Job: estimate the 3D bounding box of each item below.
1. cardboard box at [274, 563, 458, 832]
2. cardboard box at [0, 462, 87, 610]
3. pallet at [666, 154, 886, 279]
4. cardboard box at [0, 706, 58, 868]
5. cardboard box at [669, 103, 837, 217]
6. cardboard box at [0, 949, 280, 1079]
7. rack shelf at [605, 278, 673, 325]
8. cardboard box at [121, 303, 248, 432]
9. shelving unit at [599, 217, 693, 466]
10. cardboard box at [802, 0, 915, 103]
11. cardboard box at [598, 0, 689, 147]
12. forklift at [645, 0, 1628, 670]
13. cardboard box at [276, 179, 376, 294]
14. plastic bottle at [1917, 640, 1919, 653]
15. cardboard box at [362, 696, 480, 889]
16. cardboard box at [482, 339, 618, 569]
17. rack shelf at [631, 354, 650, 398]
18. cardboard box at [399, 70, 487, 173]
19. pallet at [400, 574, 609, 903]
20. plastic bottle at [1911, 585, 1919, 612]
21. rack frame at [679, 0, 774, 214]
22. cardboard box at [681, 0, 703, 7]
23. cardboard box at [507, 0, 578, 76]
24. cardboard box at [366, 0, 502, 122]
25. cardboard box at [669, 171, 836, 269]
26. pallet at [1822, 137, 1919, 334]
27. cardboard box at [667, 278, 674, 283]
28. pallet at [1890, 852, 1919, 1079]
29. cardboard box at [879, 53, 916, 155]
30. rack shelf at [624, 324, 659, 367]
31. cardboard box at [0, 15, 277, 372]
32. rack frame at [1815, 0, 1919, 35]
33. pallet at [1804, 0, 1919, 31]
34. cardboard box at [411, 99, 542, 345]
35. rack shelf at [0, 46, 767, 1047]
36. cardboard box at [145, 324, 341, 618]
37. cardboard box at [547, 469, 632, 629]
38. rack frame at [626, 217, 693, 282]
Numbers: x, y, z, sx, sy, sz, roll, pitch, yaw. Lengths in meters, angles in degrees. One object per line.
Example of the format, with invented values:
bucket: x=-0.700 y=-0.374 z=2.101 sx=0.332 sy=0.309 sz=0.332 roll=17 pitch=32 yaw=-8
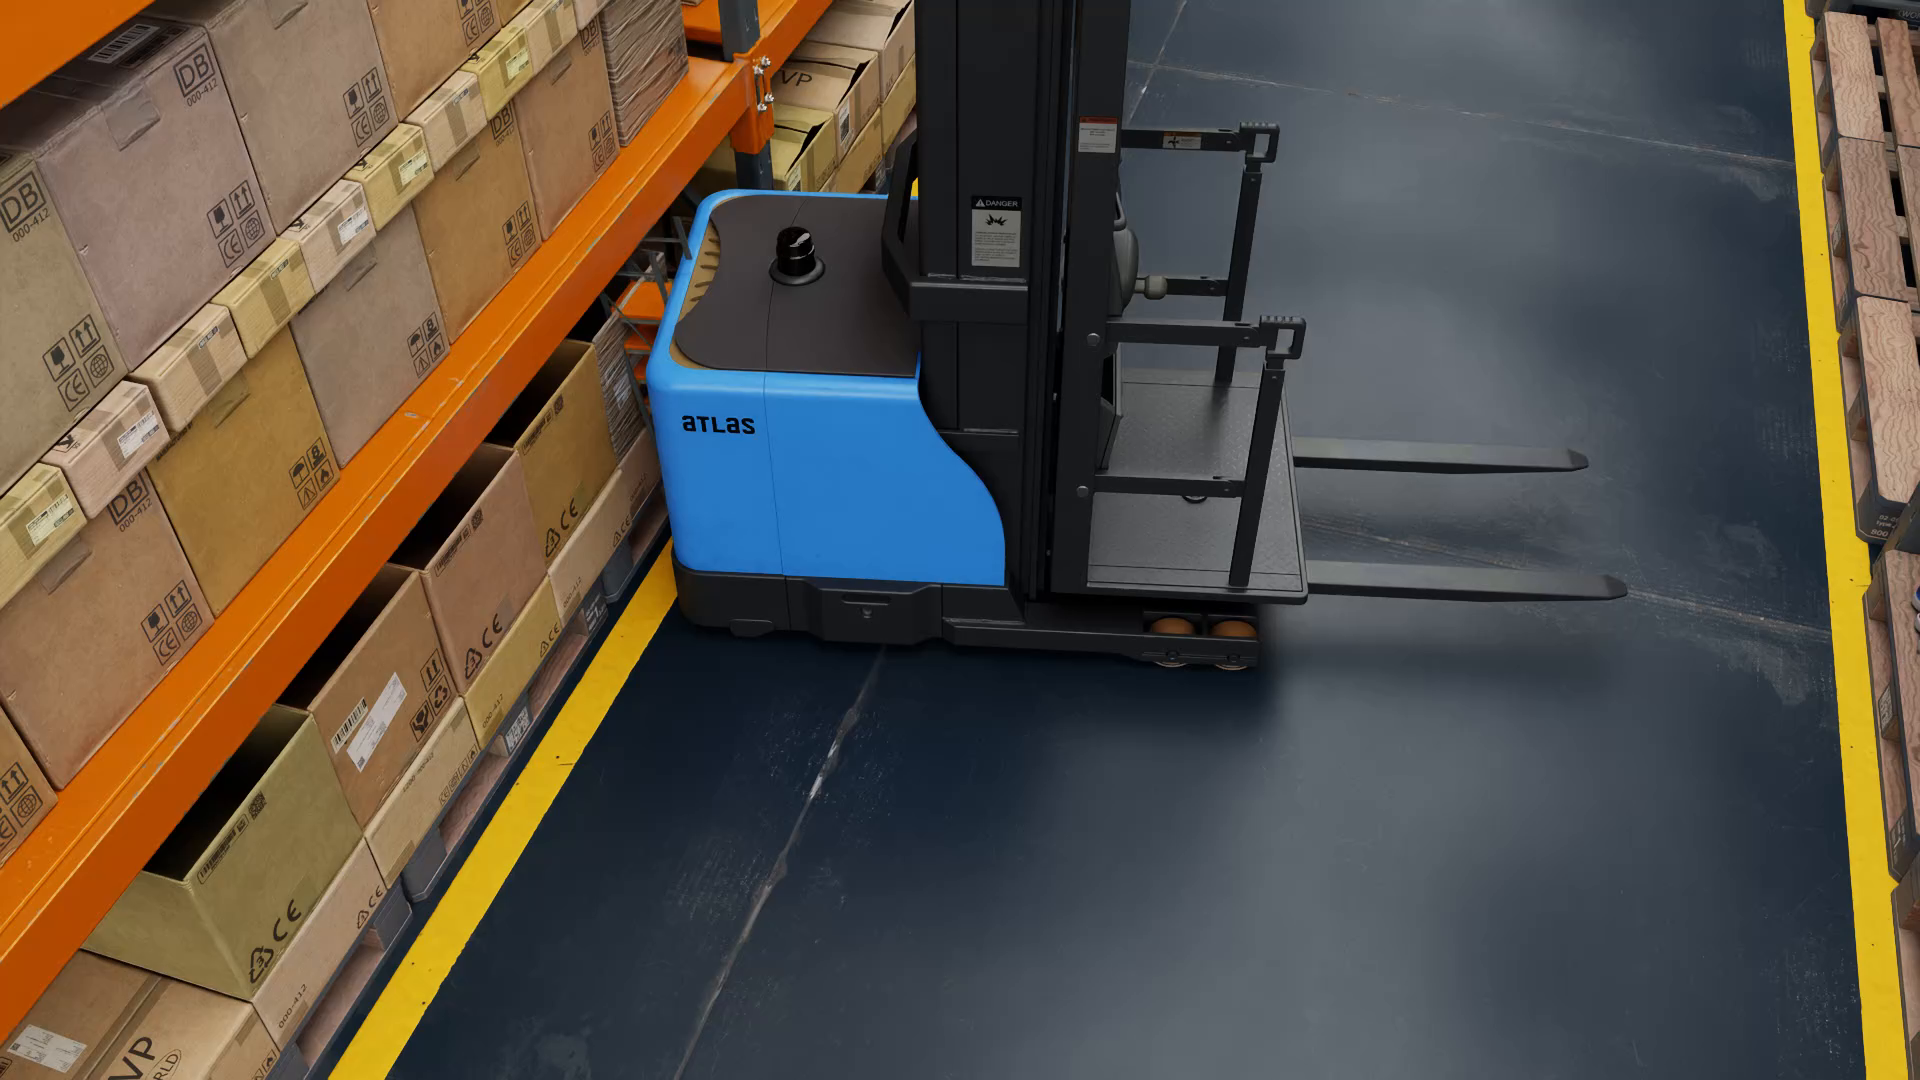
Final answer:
cardboard box: x=-1.711 y=0.368 z=4.359 sx=0.500 sy=0.500 sz=0.500 roll=13 pitch=46 yaw=13
cardboard box: x=-1.896 y=-0.042 z=3.113 sx=0.380 sy=0.149 sz=0.250 roll=13 pitch=46 yaw=13
pallet: x=-0.977 y=-1.385 z=7.015 sx=1.003 sy=0.211 sz=1.213 roll=13 pitch=46 yaw=13
cardboard box: x=-2.221 y=0.439 z=3.085 sx=0.700 sy=0.500 sz=0.500 roll=13 pitch=46 yaw=13
cardboard box: x=-0.801 y=-1.473 z=6.375 sx=0.500 sy=0.311 sz=0.500 roll=13 pitch=46 yaw=13
cardboard box: x=-2.000 y=1.306 z=3.937 sx=0.500 sy=0.250 sz=0.500 roll=13 pitch=46 yaw=13
rack shelf: x=-0.940 y=-0.712 z=5.161 sx=0.258 sy=0.103 sz=0.180 roll=6 pitch=45 yaw=19
cardboard box: x=-1.739 y=-0.388 z=3.467 sx=0.380 sy=0.149 sz=0.250 roll=11 pitch=45 yaw=11
shelving unit: x=-0.891 y=-0.482 z=5.372 sx=0.258 sy=1.200 sz=0.189 roll=6 pitch=45 yaw=19
cardboard box: x=-0.488 y=-2.151 z=7.068 sx=0.500 sy=0.311 sz=0.500 roll=11 pitch=45 yaw=11
cardboard box: x=-1.292 y=-1.621 z=5.191 sx=0.700 sy=0.500 sz=0.500 roll=11 pitch=46 yaw=11
forklift: x=0.623 y=-1.018 z=4.695 sx=3.031 sy=2.935 sz=1.130 roll=3 pitch=44 yaw=3
cardboard box: x=-1.584 y=-0.724 z=3.810 sx=0.380 sy=0.149 sz=0.250 roll=13 pitch=46 yaw=13
plastic bottle: x=2.981 y=0.267 z=5.019 sx=0.097 sy=0.201 sz=0.097 roll=0 pitch=44 yaw=0
cardboard box: x=-1.700 y=0.639 z=4.618 sx=0.500 sy=0.250 sz=0.500 roll=13 pitch=46 yaw=13
cardboard box: x=-1.406 y=-0.298 z=5.039 sx=0.500 sy=0.500 sz=0.500 roll=13 pitch=46 yaw=13
rack shelf: x=-0.902 y=-0.537 z=5.322 sx=0.258 sy=0.103 sz=0.180 roll=6 pitch=45 yaw=19
cardboard box: x=-1.427 y=-1.078 z=4.171 sx=0.380 sy=0.149 sz=0.250 roll=14 pitch=46 yaw=14
pallet: x=-1.812 y=0.451 z=5.138 sx=1.003 sy=0.211 sz=1.213 roll=13 pitch=46 yaw=13
plastic bottle: x=3.042 y=0.106 z=5.133 sx=0.097 sy=0.271 sz=0.097 roll=0 pitch=44 yaw=0
rack frame: x=-1.163 y=-1.883 z=5.529 sx=1.000 sy=3.000 sz=0.127 roll=13 pitch=46 yaw=13
cardboard box: x=-1.056 y=-2.166 z=5.927 sx=0.500 sy=0.250 sz=0.500 roll=15 pitch=46 yaw=15
cardboard box: x=-1.274 y=-1.409 z=4.510 sx=0.380 sy=0.149 sz=0.250 roll=12 pitch=46 yaw=12
cardboard box: x=-1.596 y=-1.414 z=4.051 sx=0.700 sy=0.500 sz=0.500 roll=13 pitch=46 yaw=12
cardboard box: x=-0.805 y=-1.266 z=6.565 sx=0.500 sy=0.250 sz=0.500 roll=12 pitch=46 yaw=12
pallet: x=4.125 y=-1.182 z=6.807 sx=1.003 sy=0.211 sz=1.213 roll=13 pitch=46 yaw=13
cardboard box: x=-1.095 y=-0.695 z=5.981 sx=0.500 sy=0.250 sz=0.500 roll=13 pitch=46 yaw=13
pallet: x=2.946 y=1.420 z=4.148 sx=1.003 sy=0.211 sz=1.213 roll=13 pitch=46 yaw=13
cardboard box: x=-0.495 y=-1.953 z=7.266 sx=0.500 sy=0.250 sz=0.500 roll=11 pitch=45 yaw=11
rack shelf: x=-0.921 y=-0.624 z=5.241 sx=0.258 sy=0.103 sz=0.180 roll=6 pitch=45 yaw=19
cardboard box: x=-1.899 y=-0.747 z=3.370 sx=0.700 sy=0.500 sz=0.500 roll=13 pitch=46 yaw=13
rack frame: x=4.768 y=-3.497 z=7.179 sx=1.000 sy=3.000 sz=0.127 roll=13 pitch=46 yaw=13
pallet: x=4.967 y=-3.035 z=8.701 sx=1.003 sy=0.211 sz=1.213 roll=13 pitch=46 yaw=13
cardboard box: x=-1.601 y=-0.935 z=4.489 sx=0.700 sy=0.500 sz=0.500 roll=13 pitch=46 yaw=13
rack shelf: x=-1.769 y=-0.292 z=4.418 sx=1.077 sy=0.370 sz=4.000 roll=13 pitch=46 yaw=13
cardboard box: x=-1.911 y=-0.241 z=3.781 sx=0.700 sy=0.500 sz=0.500 roll=13 pitch=46 yaw=13
cardboard box: x=-1.394 y=-0.027 z=5.299 sx=0.500 sy=0.250 sz=0.500 roll=13 pitch=46 yaw=13
rack frame: x=-0.863 y=-0.544 z=5.433 sx=0.240 sy=1.200 sz=0.006 roll=6 pitch=45 yaw=19
